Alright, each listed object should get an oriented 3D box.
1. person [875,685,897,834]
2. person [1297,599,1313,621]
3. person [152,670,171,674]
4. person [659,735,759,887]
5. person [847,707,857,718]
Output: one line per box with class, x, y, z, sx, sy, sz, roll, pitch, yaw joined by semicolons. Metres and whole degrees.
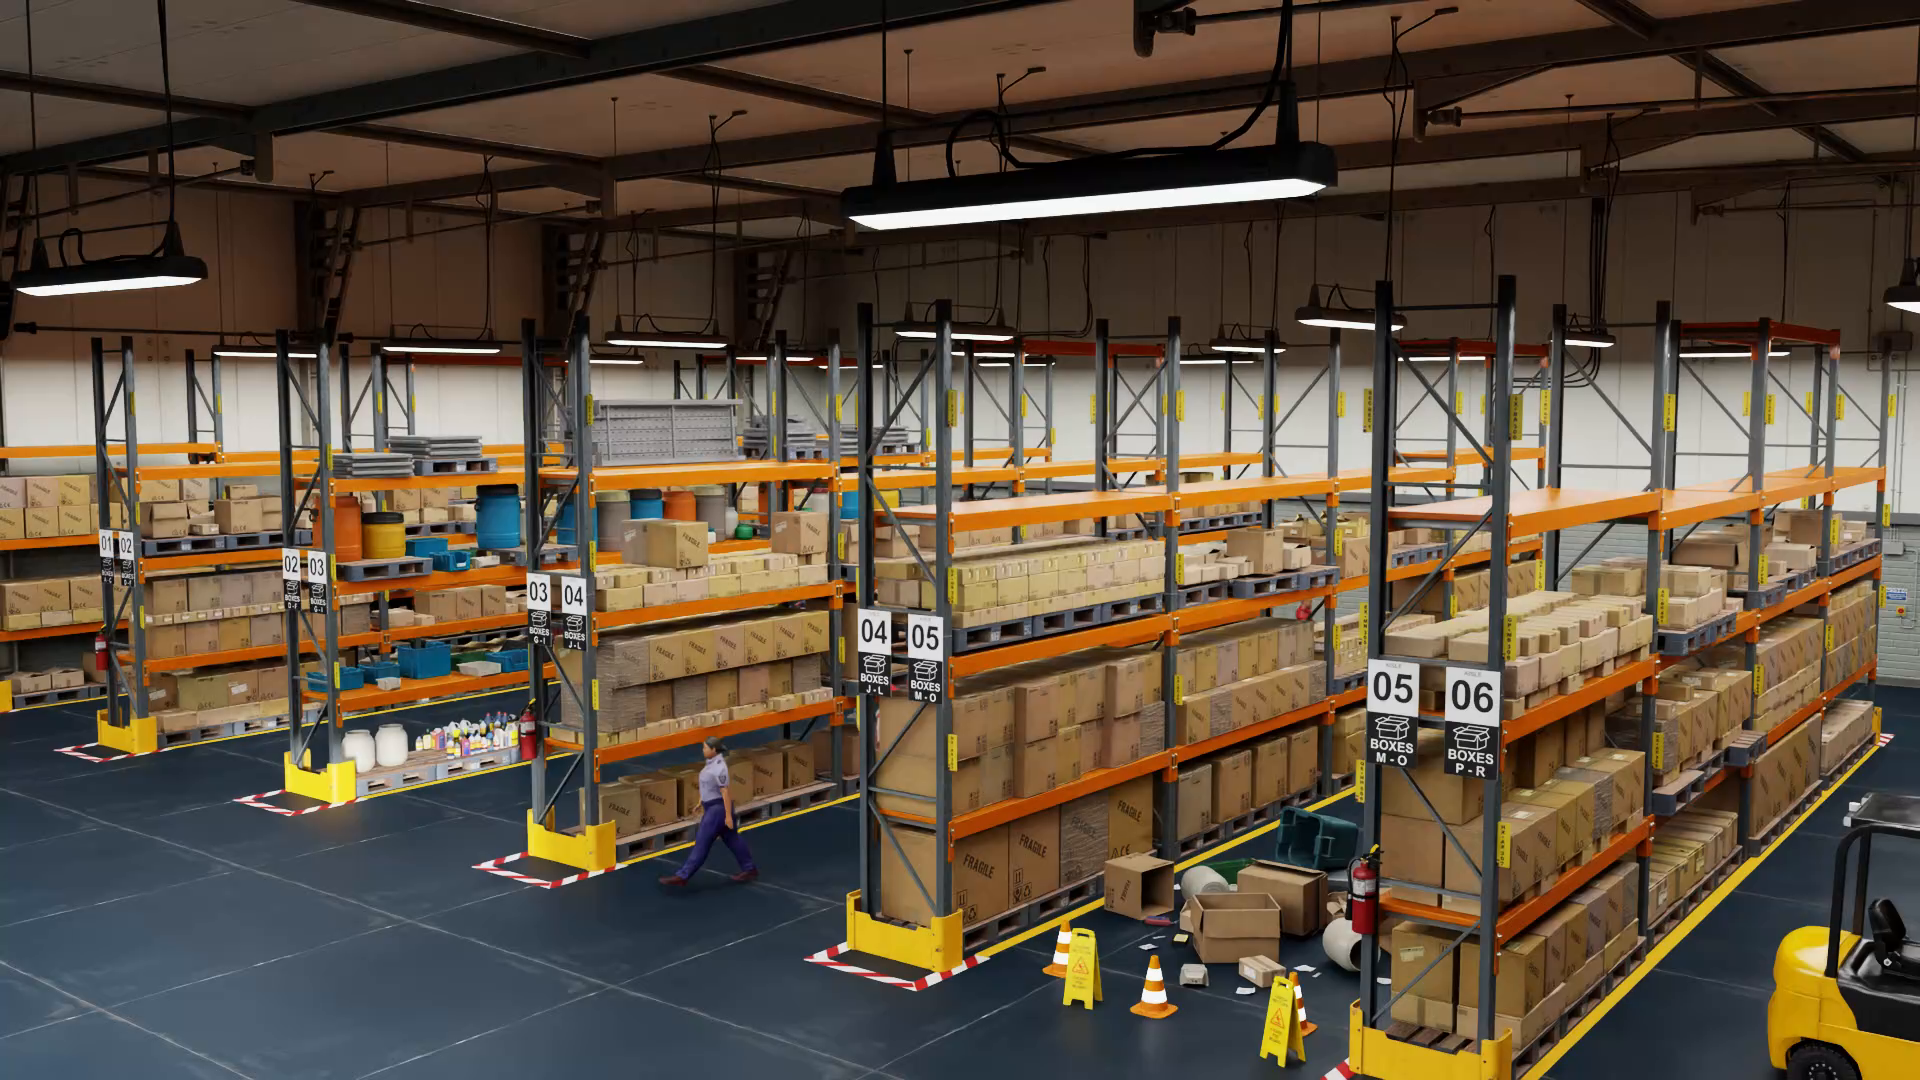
person;-0.850;2.565;19.521;0.561;1.744;0.930;3;6;34
person;5.920;1.825;28.691;0.390;1.774;0.573;1;5;8
person;-13.025;1.949;26.860;0.590;1.785;0.742;1;5;6
person;-2.645;2.834;17.493;1.047;1.586;0.505;-1;5;-9
person;-1.277;1.872;25.300;0.603;1.617;0.960;2;6;26
